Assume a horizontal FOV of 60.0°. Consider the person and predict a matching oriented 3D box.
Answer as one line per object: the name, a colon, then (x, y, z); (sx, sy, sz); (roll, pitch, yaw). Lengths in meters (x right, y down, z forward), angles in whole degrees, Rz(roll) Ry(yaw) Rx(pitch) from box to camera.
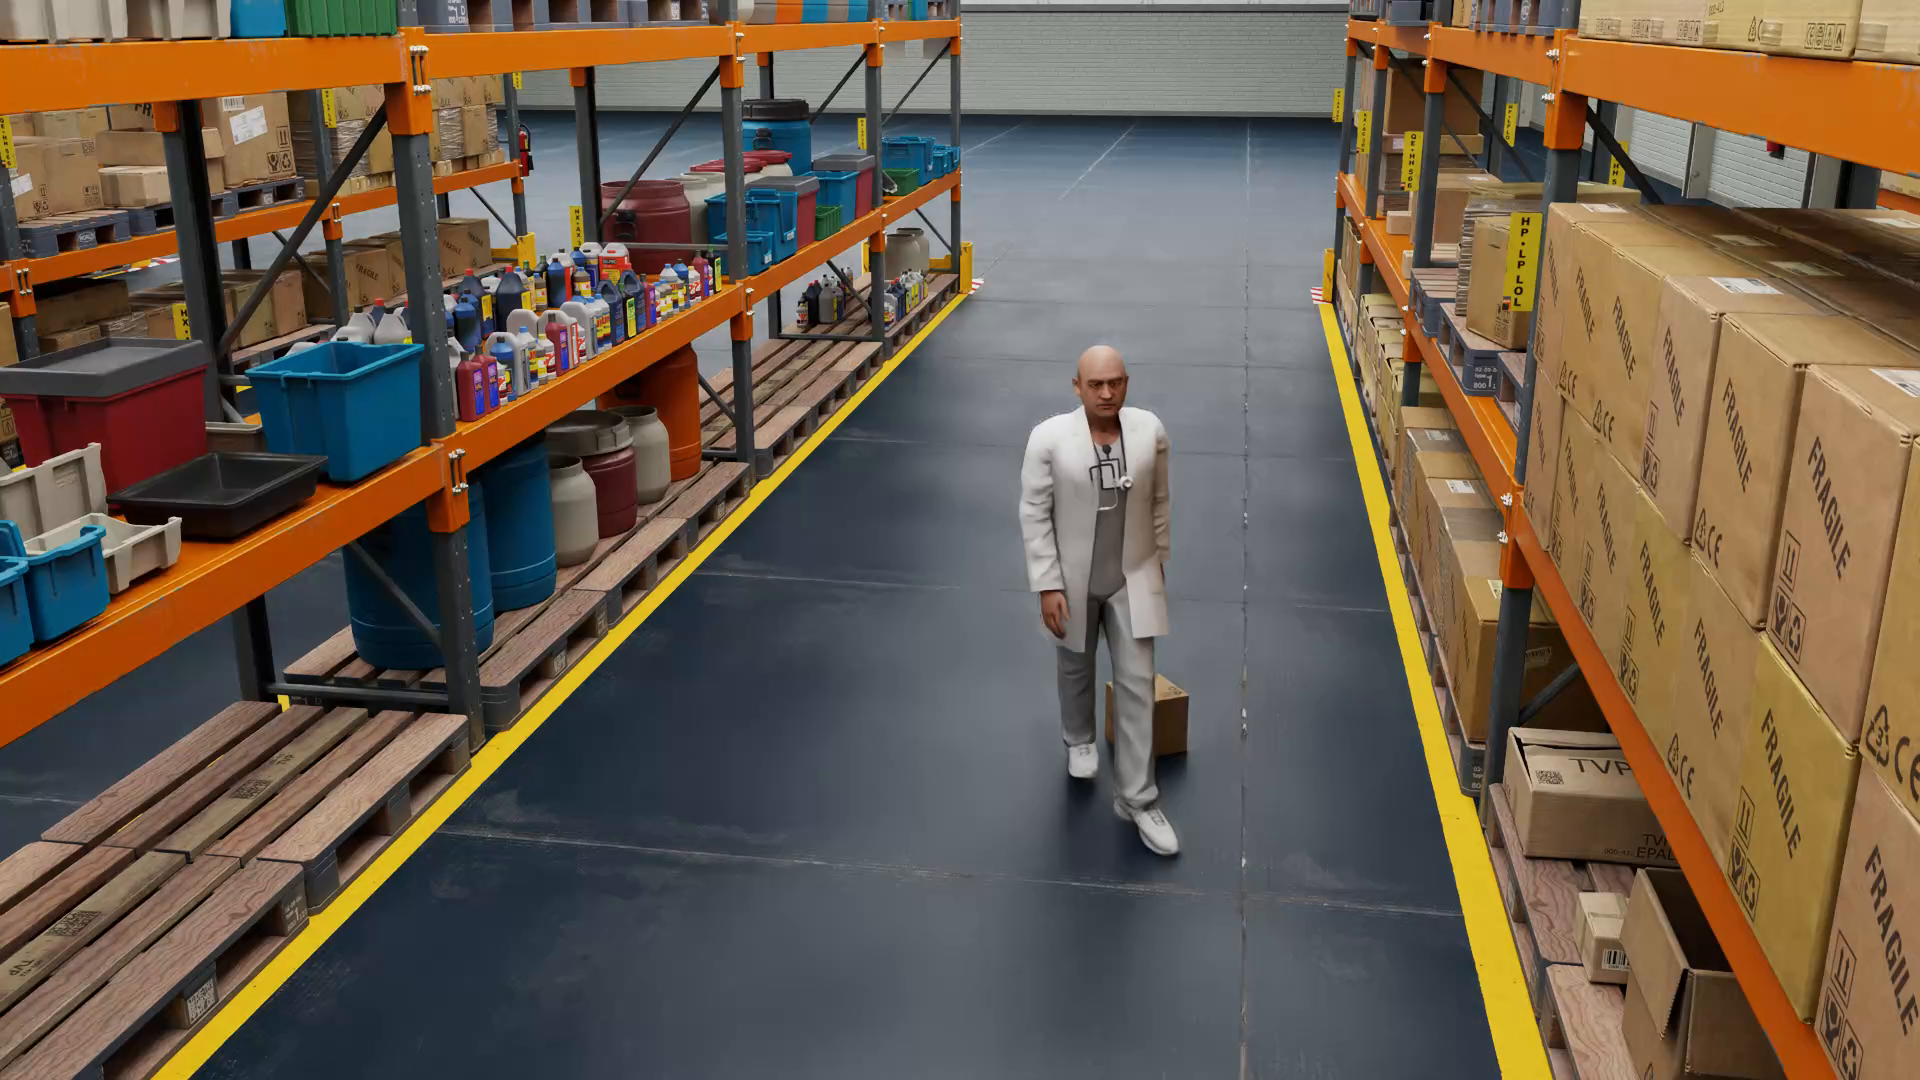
person: (0.505, 0.157, 6.067); (0.590, 1.760, 0.915); (-1, 18, -3)
